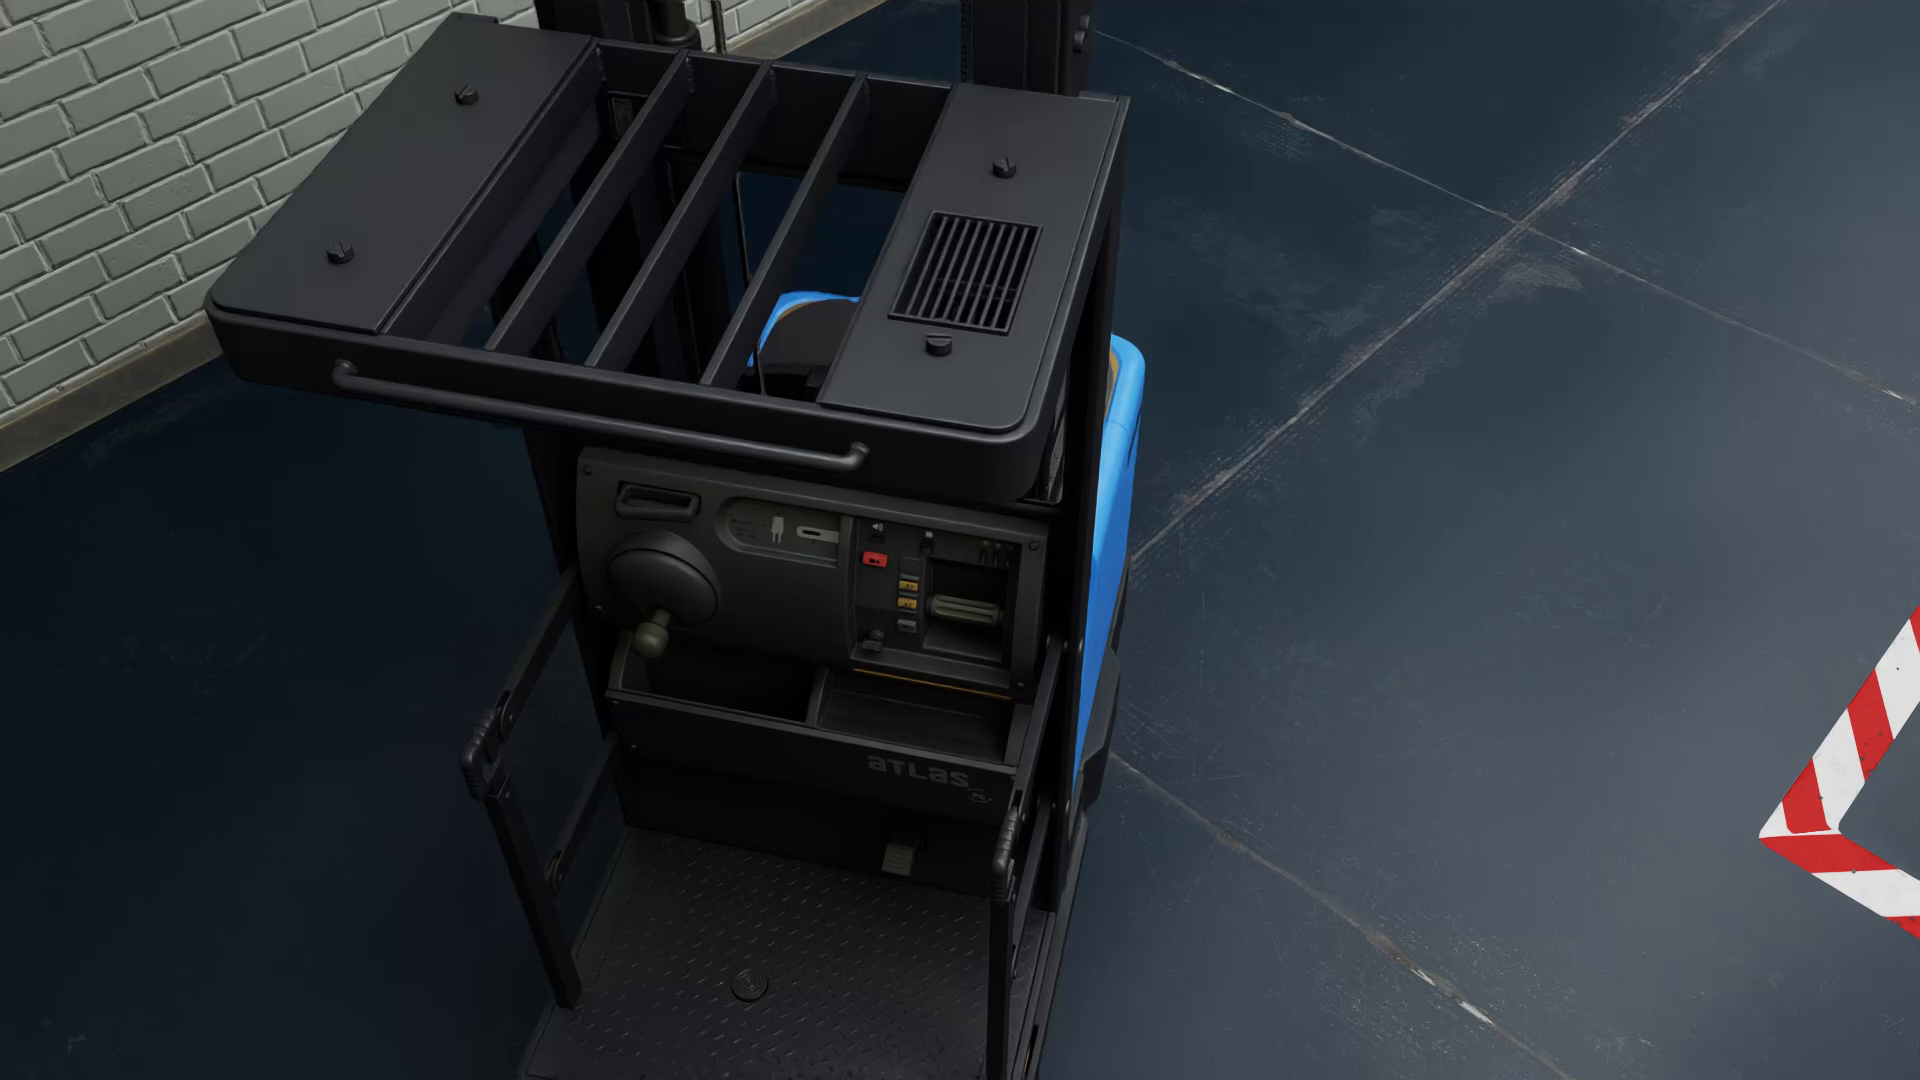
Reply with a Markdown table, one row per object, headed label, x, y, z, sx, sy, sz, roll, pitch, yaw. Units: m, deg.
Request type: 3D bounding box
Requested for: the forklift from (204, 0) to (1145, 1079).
| label | x | y | z | sx | sy | sz | roll | pitch | yaw |
| --- | --- | --- | --- | --- | --- | --- | --- | --- | --- |
| forklift | -0.344 | 0.177 | 3.073 | 1.130 | 2.935 | 3.031 | 10 | 48 | 9 |
